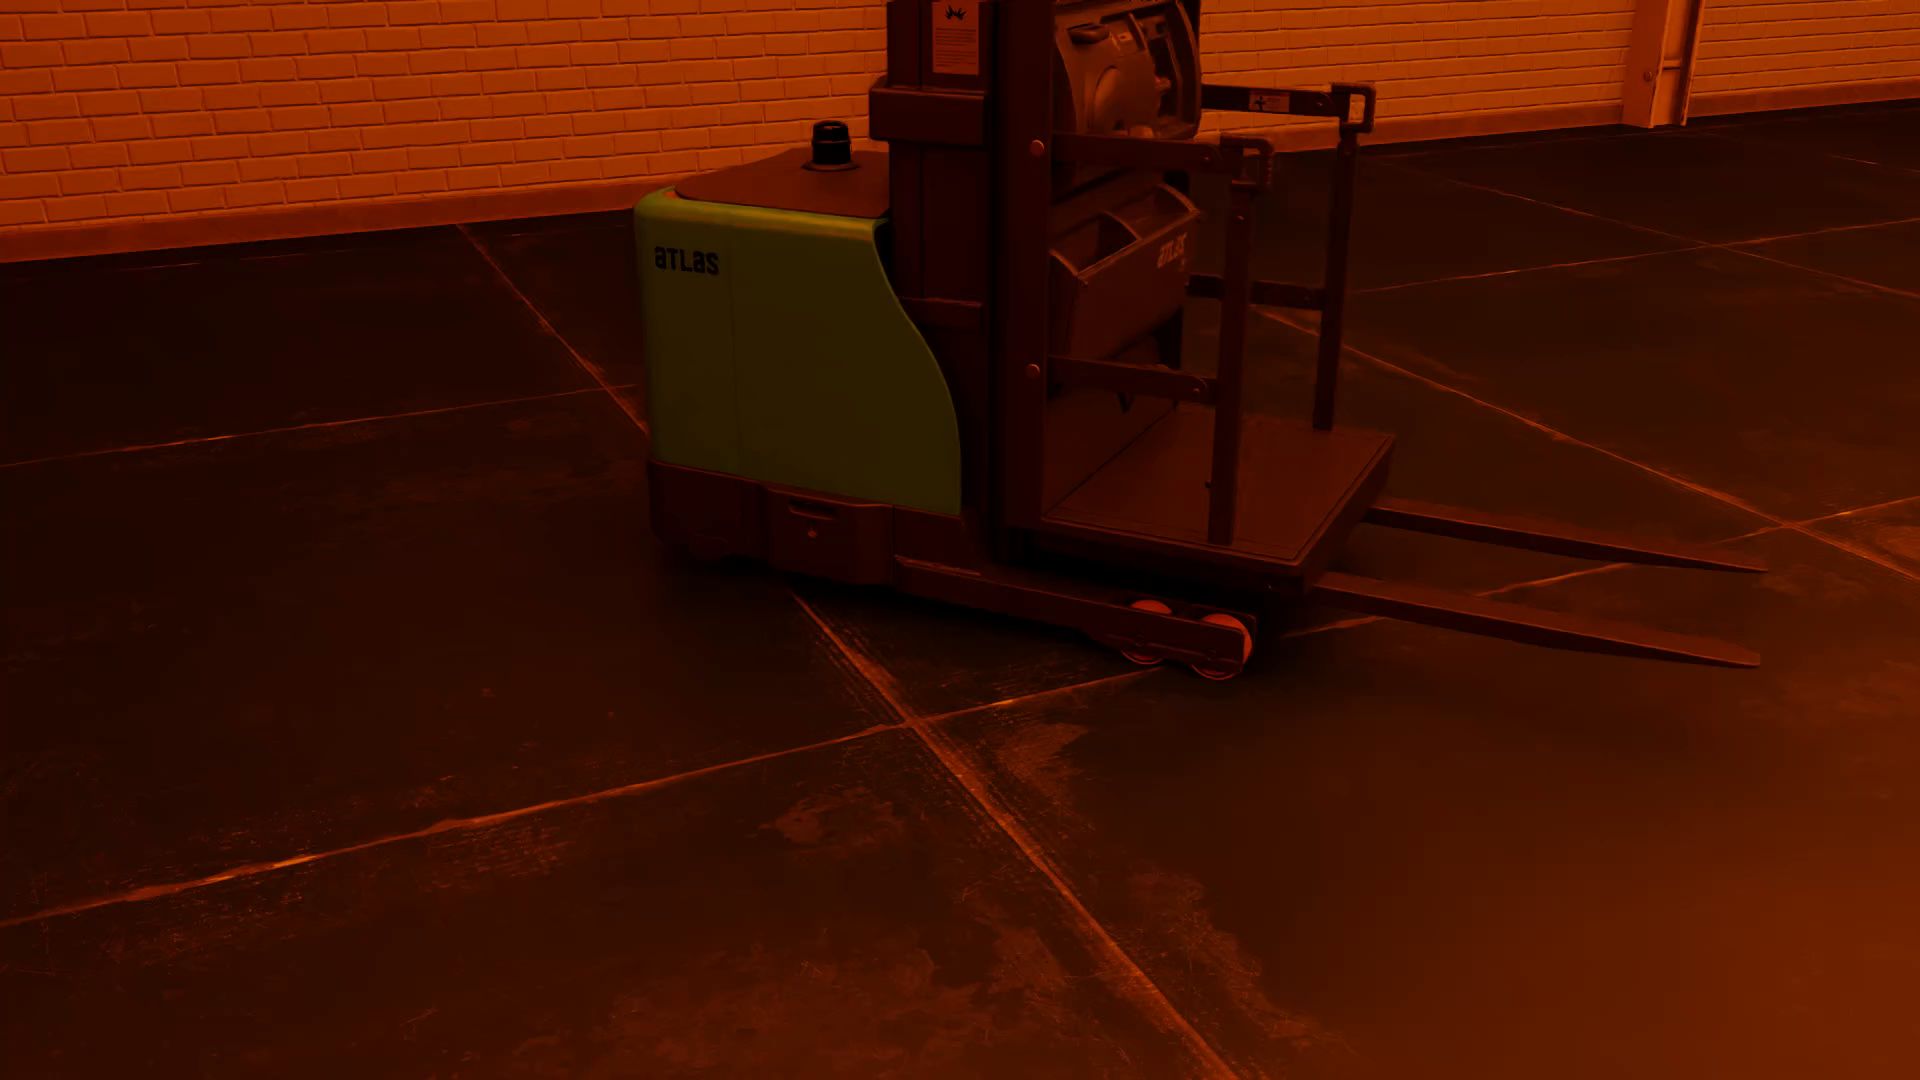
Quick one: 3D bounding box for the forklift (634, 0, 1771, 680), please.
[{"bbox_3d":[0.630,-1.228,4.243,3.031,2.935,1.130,11,25,24],"label":"forklift"}]
